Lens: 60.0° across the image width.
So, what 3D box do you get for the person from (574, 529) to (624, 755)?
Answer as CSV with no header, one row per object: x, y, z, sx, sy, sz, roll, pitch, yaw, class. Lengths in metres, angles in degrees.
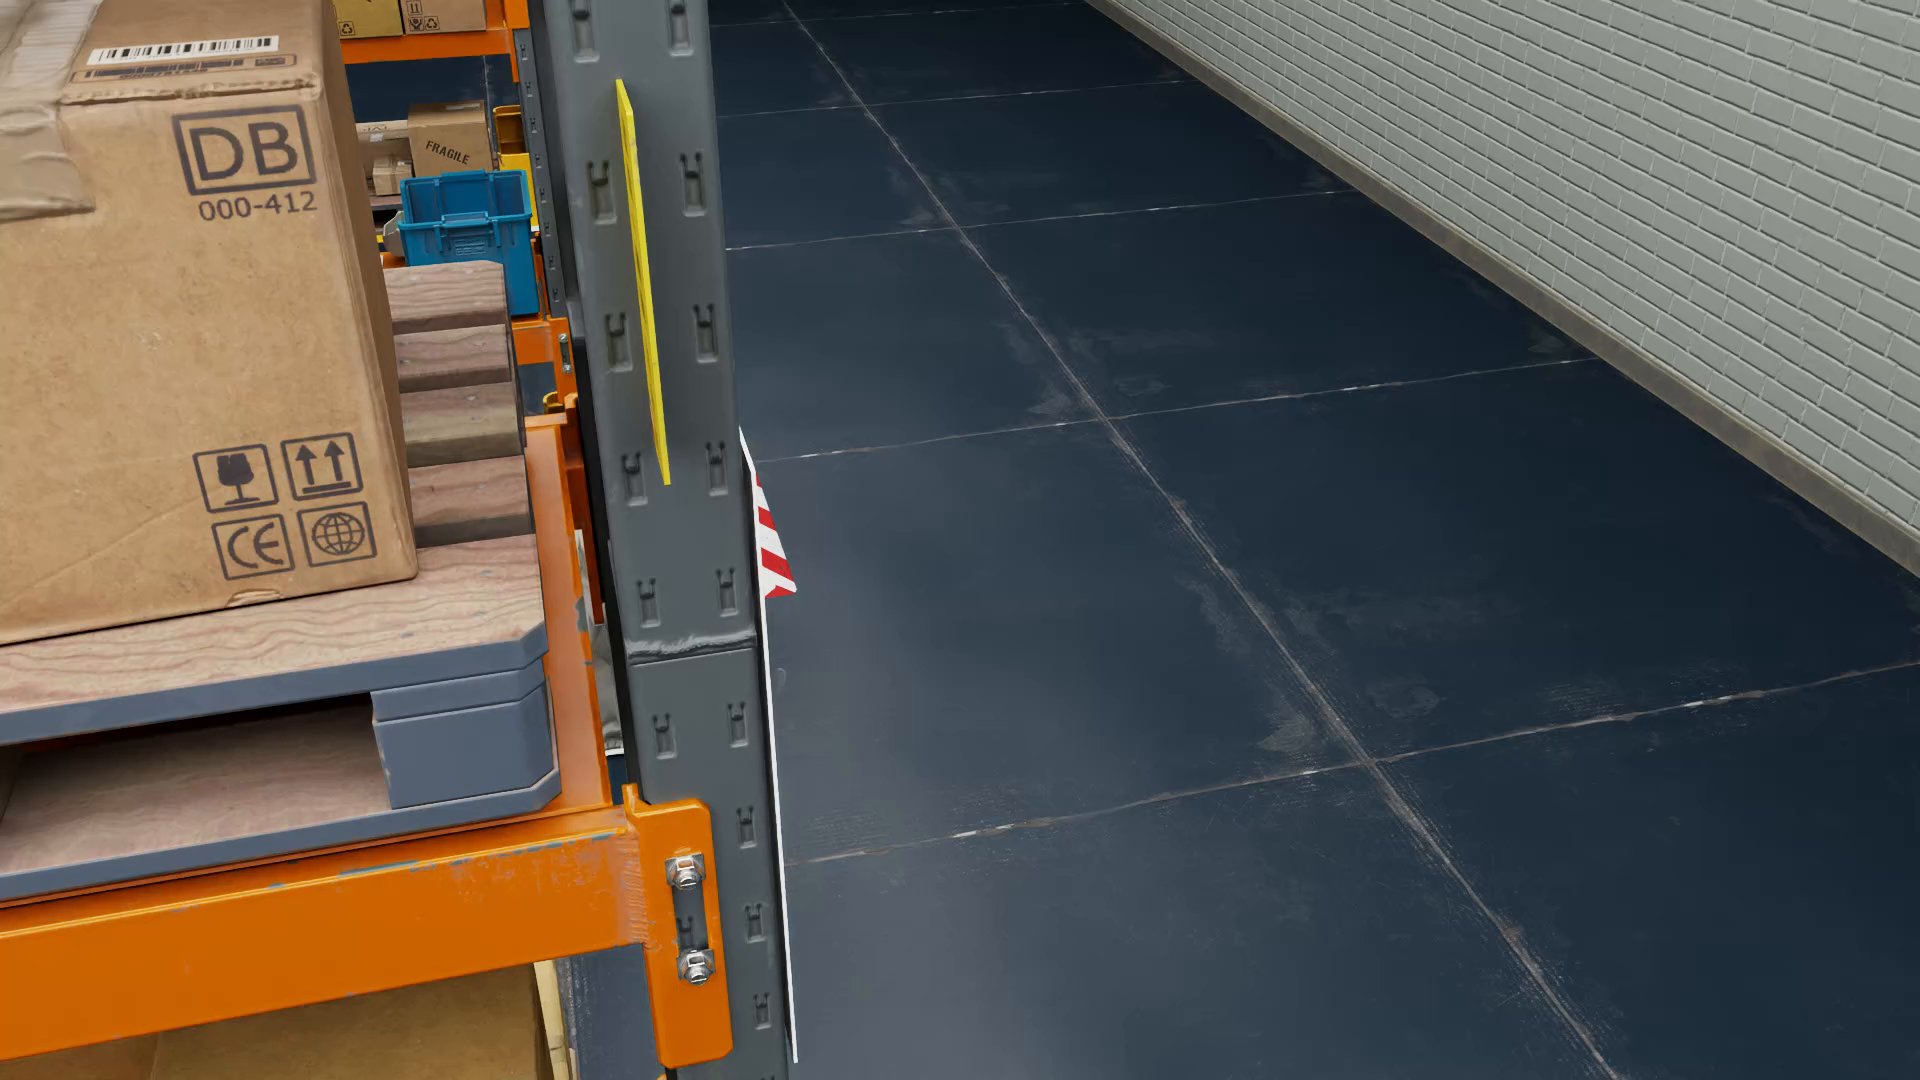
-1.518,0.203,6.104,0.782,1.289,0.382,-1,31,-2,person
